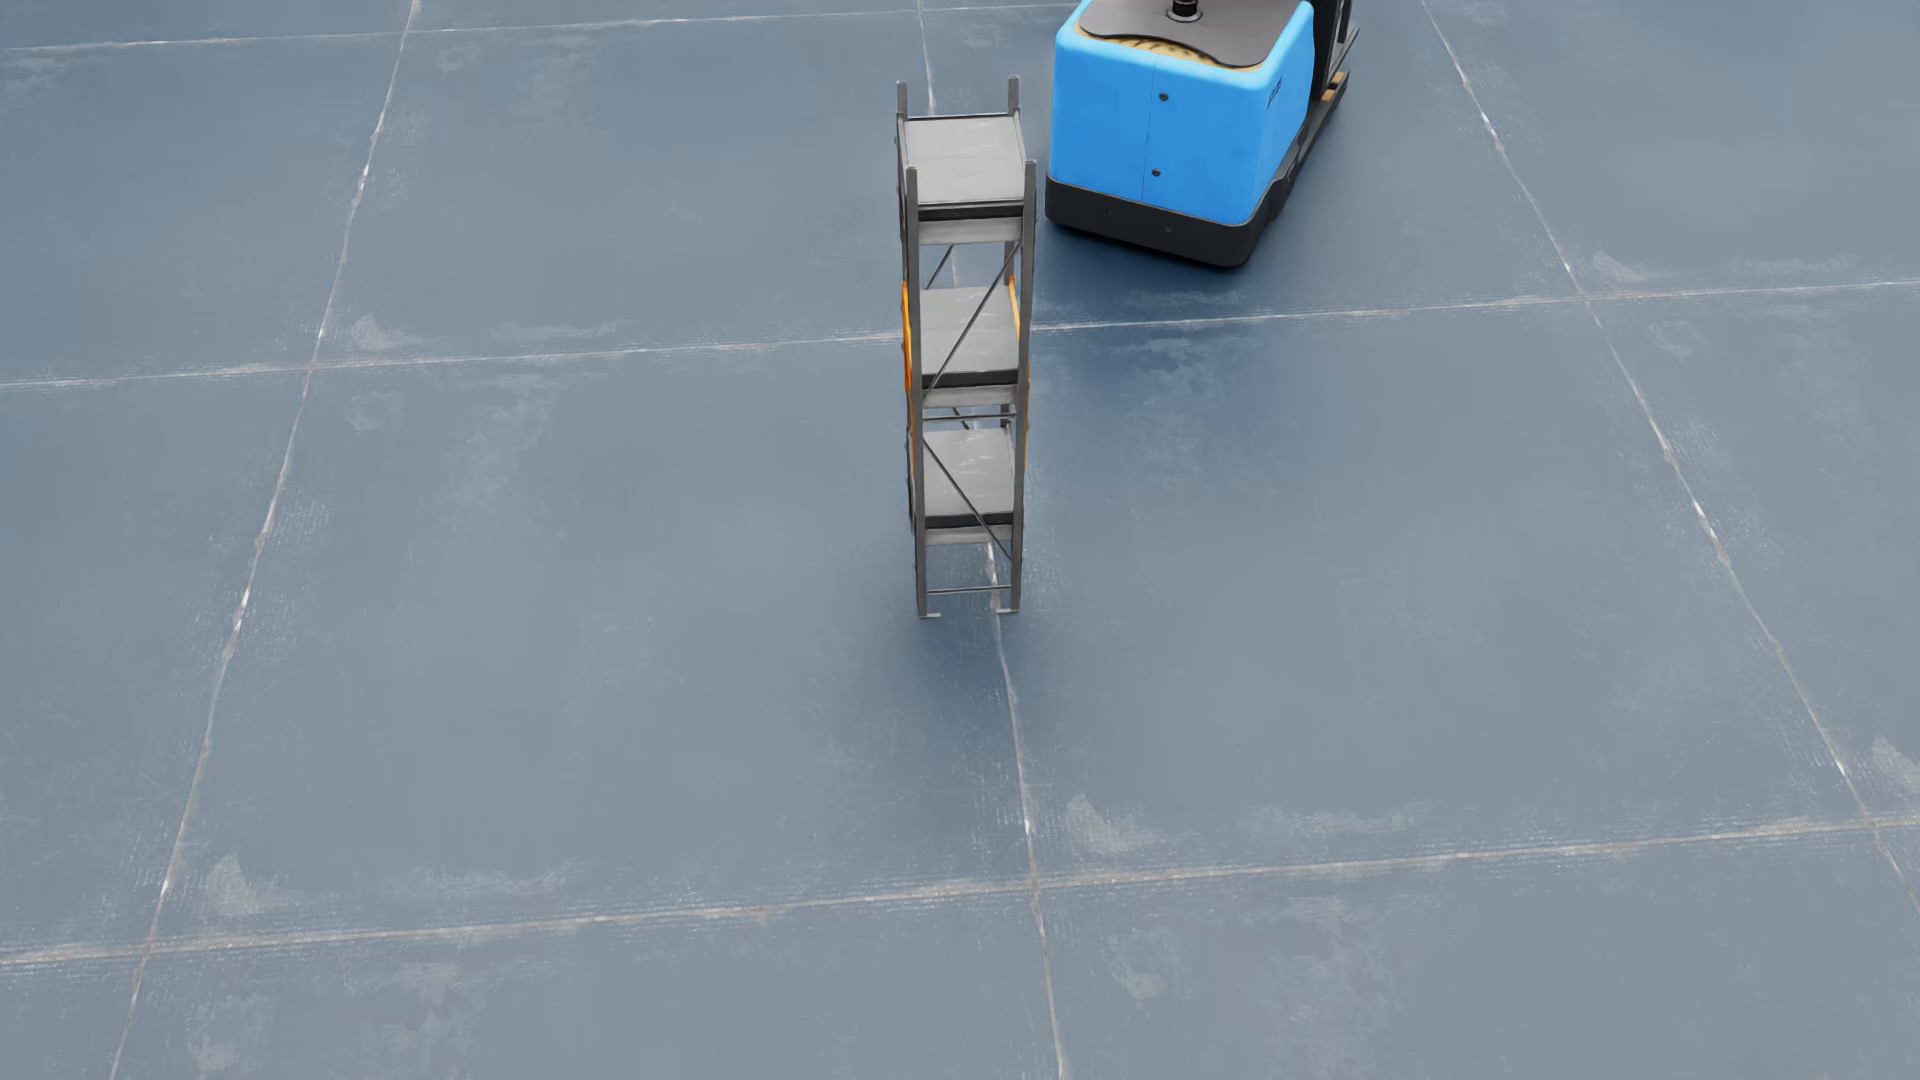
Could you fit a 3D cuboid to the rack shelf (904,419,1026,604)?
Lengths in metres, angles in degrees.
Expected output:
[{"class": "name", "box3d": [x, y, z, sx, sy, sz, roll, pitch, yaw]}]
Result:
[{"class": "rack shelf", "box3d": [0.014, -0.112, 6.529, 0.431, 0.518, 0.480, -3, 47, -3]}]

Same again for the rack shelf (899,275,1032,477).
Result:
[{"class": "rack shelf", "box3d": [0.014, -0.593, 6.021, 0.431, 0.518, 0.480, -3, 47, -3]}]

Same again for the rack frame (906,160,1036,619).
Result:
[{"class": "rack frame", "box3d": [0.034, -0.426, 5.844, 0.400, 2.100, 0.015, -3, 47, -3]}]

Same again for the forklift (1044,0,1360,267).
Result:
[{"class": "forklift", "box3d": [1.490, -3.412, 8.099, 1.130, 2.935, 3.031, 18, 49, 16]}]

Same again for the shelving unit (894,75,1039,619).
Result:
[{"class": "shelving unit", "box3d": [0.014, -0.602, 6.011, 0.431, 2.100, 0.503, -3, 47, -3]}]

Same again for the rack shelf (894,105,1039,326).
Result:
[{"class": "rack shelf", "box3d": [0.014, -1.074, 5.512, 0.431, 0.518, 0.480, -3, 47, -3]}]

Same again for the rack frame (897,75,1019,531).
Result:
[{"class": "rack frame", "box3d": [-0.007, -0.779, 6.178, 0.400, 2.100, 0.015, -3, 47, -3]}]
